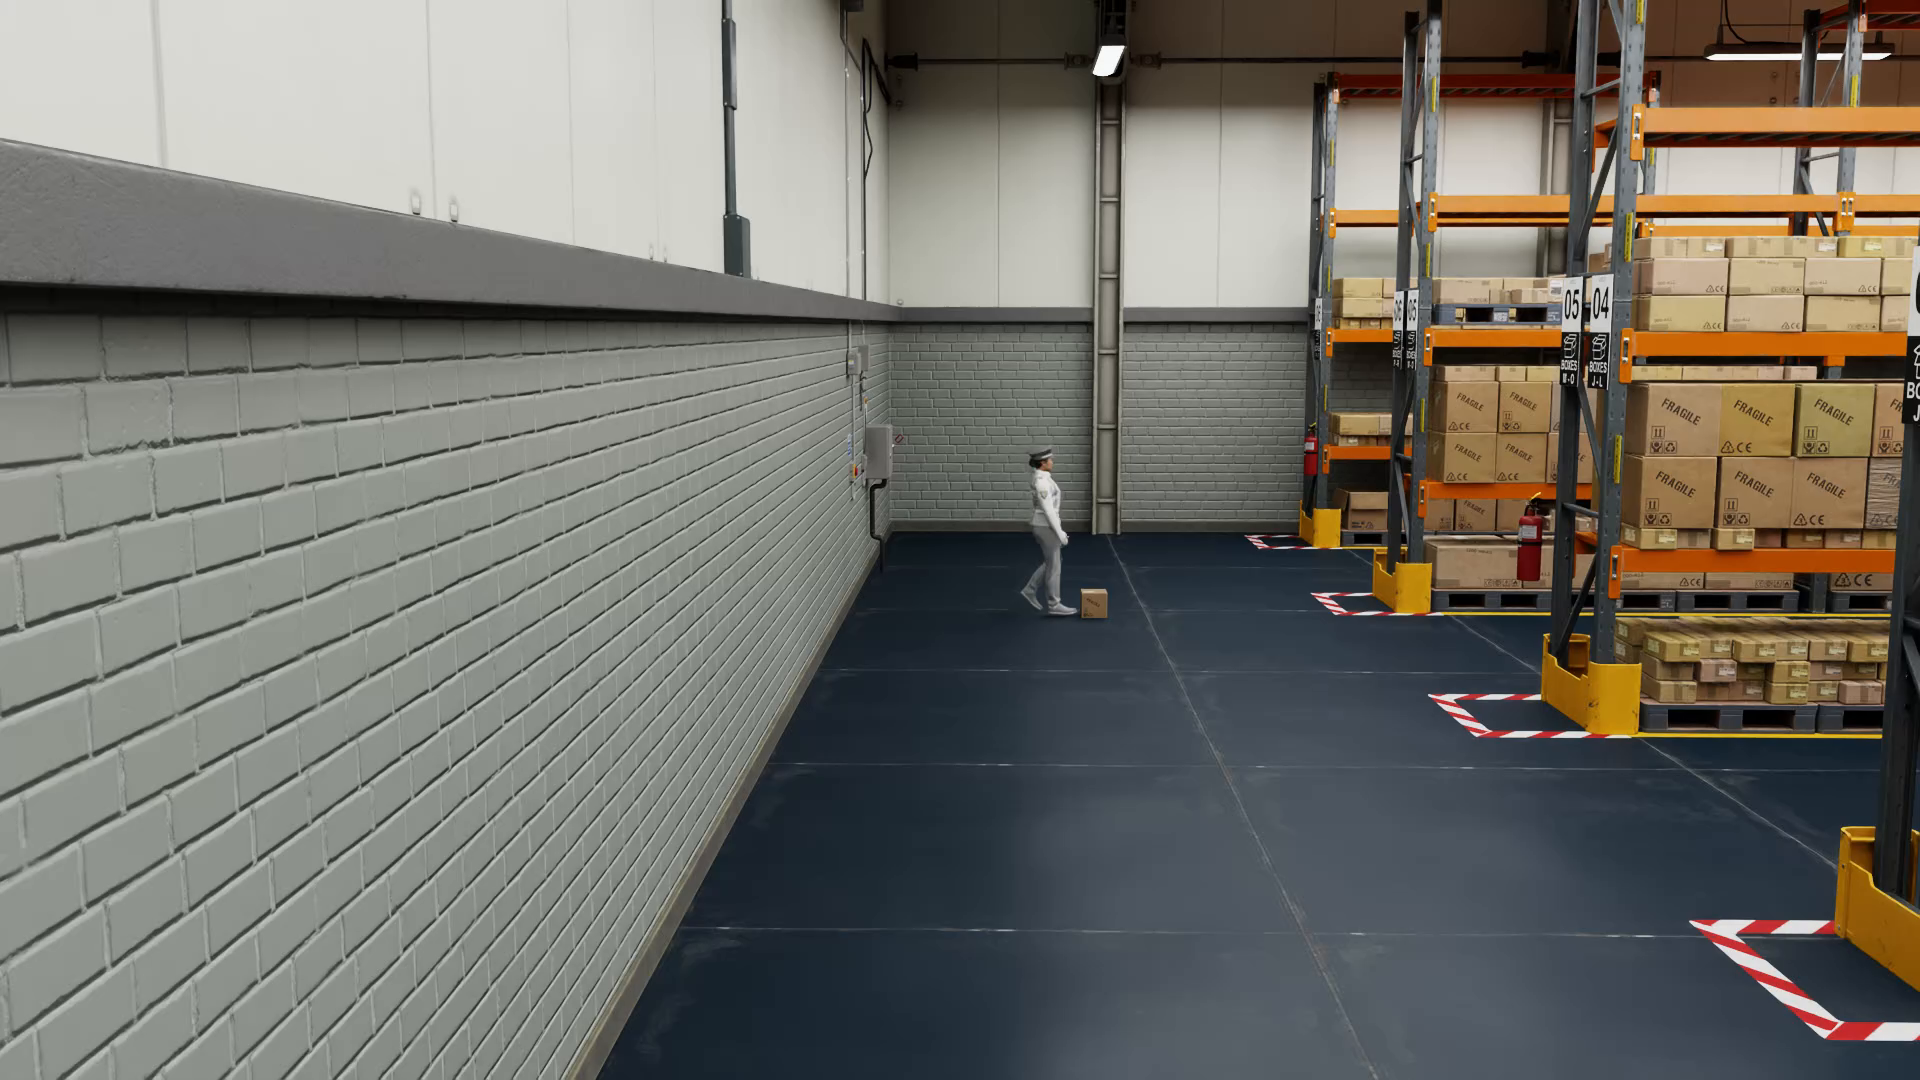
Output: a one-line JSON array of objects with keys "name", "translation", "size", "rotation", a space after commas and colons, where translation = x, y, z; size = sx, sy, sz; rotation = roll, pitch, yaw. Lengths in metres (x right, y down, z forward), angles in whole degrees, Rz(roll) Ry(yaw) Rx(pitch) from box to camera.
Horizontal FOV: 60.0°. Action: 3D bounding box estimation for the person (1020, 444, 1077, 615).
[{"name": "person", "translation": [0.877, -0.105, 16.354], "size": [0.554, 1.672, 0.502], "rotation": [0, 7, -3]}]
